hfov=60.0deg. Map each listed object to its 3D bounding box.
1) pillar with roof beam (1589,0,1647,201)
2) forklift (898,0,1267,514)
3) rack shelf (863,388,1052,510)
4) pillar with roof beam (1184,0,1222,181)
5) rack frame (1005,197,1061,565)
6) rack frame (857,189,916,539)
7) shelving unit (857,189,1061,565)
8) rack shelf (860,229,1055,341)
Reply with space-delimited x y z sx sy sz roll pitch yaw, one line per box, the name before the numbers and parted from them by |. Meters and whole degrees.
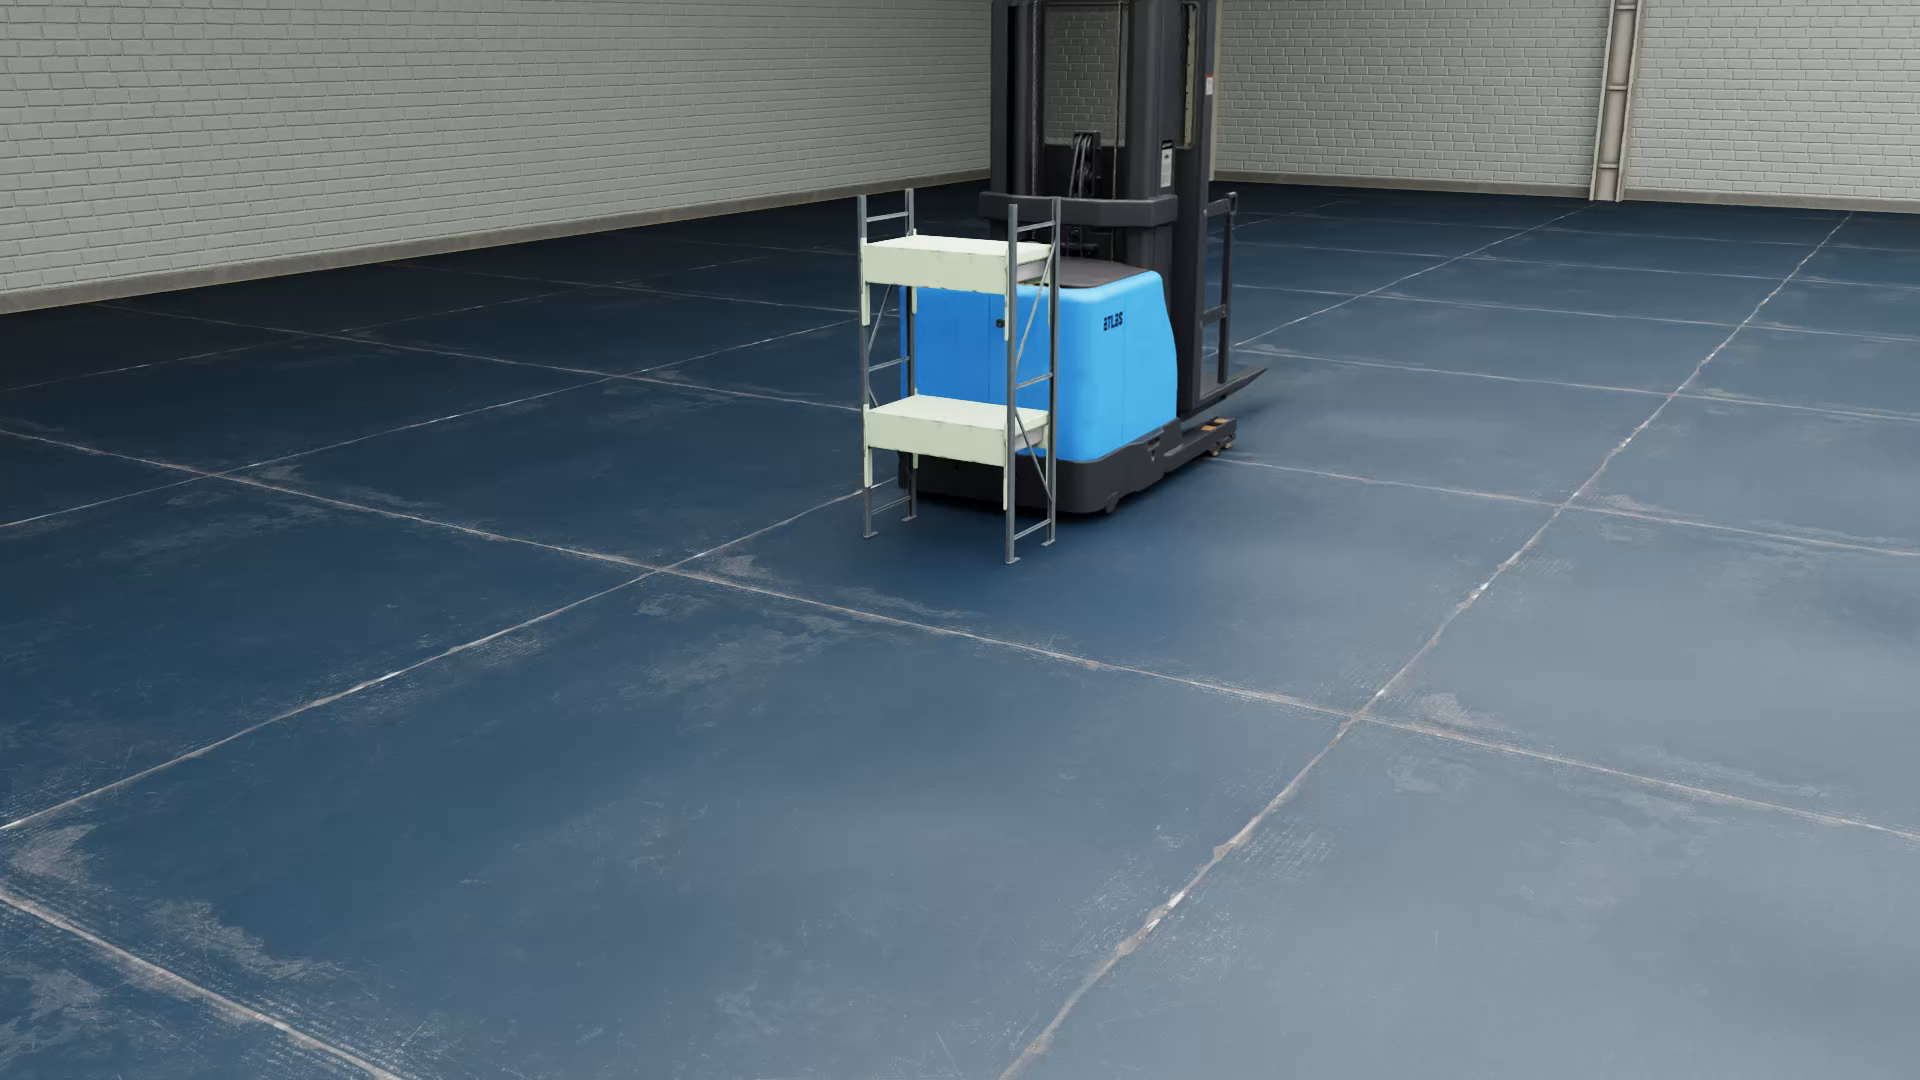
pillar with roof beam | 6.533 -7.864 17.789 0.400 9.000 9.100 10 20 30
forklift | 0.847 -1.901 8.598 1.130 2.935 3.031 9 19 27
rack shelf | -0.006 -0.407 7.261 0.720 0.370 0.431 10 20 30
pillar with roof beam | 1.420 -8.777 20.793 0.400 9.000 9.100 10 20 30
rack frame | 0.306 -0.663 6.983 0.023 1.500 0.400 10 20 30
rack frame | -0.318 -0.774 7.350 0.023 1.500 0.400 10 20 30
shelving unit | -0.006 -0.719 7.167 0.755 1.500 0.431 10 20 30
rack shelf | -0.006 -1.092 7.053 0.720 0.370 0.431 10 20 30
